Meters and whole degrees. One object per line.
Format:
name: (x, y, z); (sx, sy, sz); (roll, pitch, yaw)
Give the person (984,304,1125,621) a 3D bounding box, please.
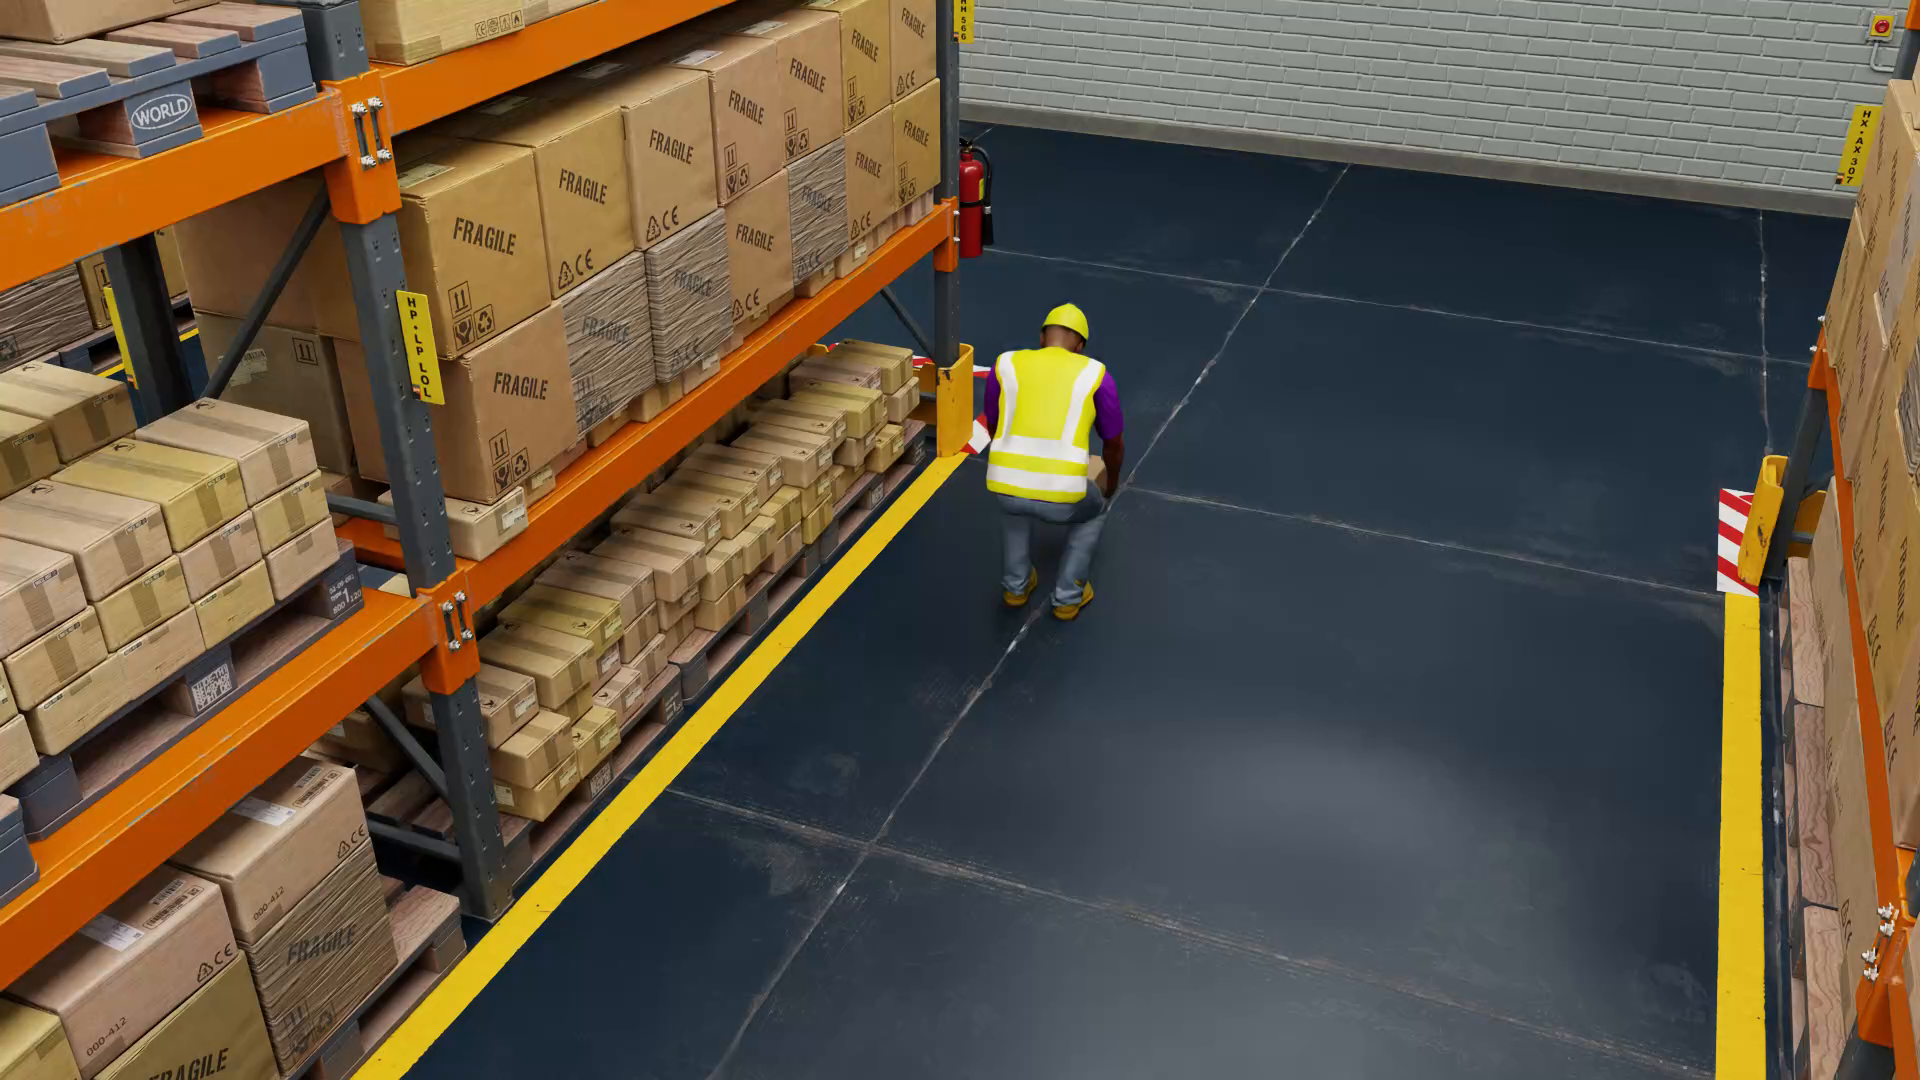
person: (0.361, -0.324, 7.194); (0.626, 1.260, 0.823); (10, 31, 18)
